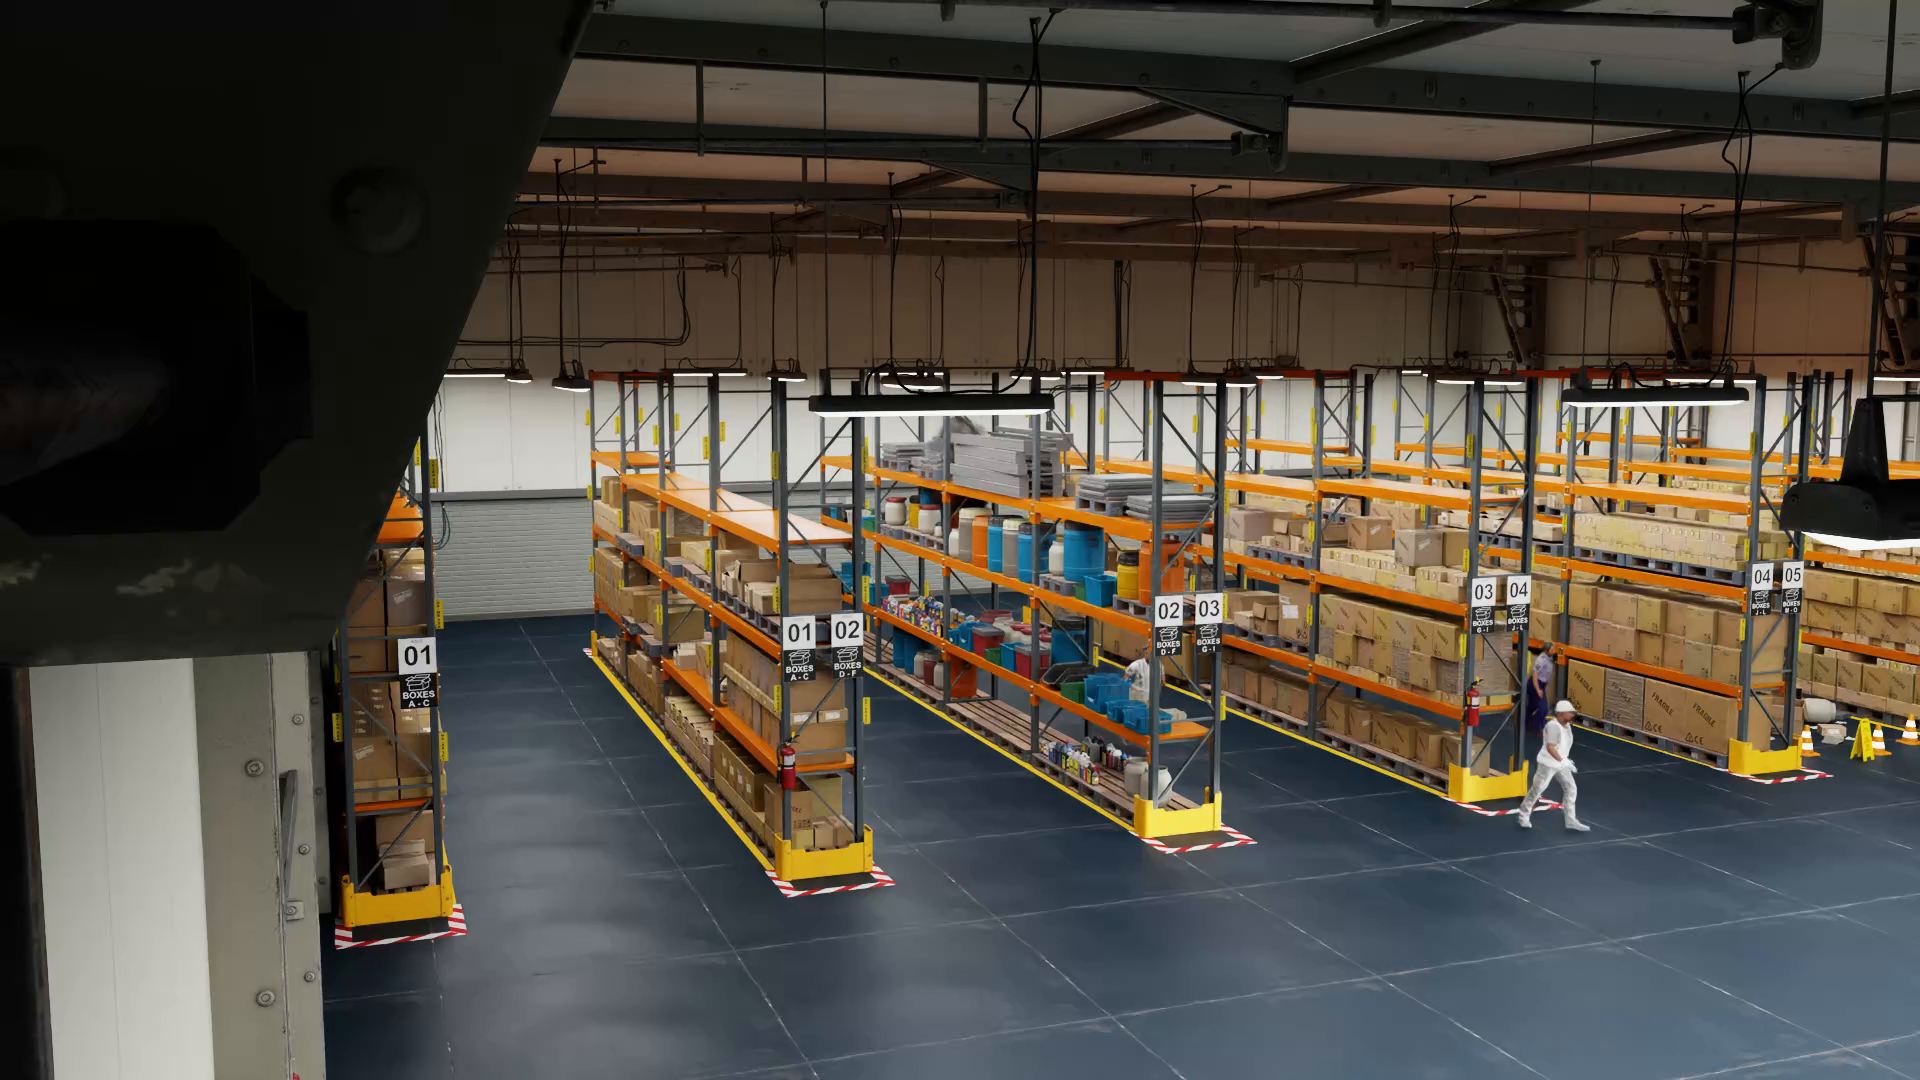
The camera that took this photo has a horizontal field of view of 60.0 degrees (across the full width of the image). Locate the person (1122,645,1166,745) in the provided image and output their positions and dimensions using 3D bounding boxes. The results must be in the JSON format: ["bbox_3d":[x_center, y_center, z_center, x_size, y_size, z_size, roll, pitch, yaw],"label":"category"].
[{"bbox_3d":[2.927,2.507,26.666,0.635,1.760,0.821,-4,8,-33],"label":"person"}]

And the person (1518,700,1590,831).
[{"bbox_3d":[7.922,2.949,22.091,0.843,1.672,0.691,6,9,44],"label":"person"}]

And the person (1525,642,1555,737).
[{"bbox_3d":[9.630,2.470,27.770,0.602,1.620,0.692,4,7,32],"label":"person"}]
